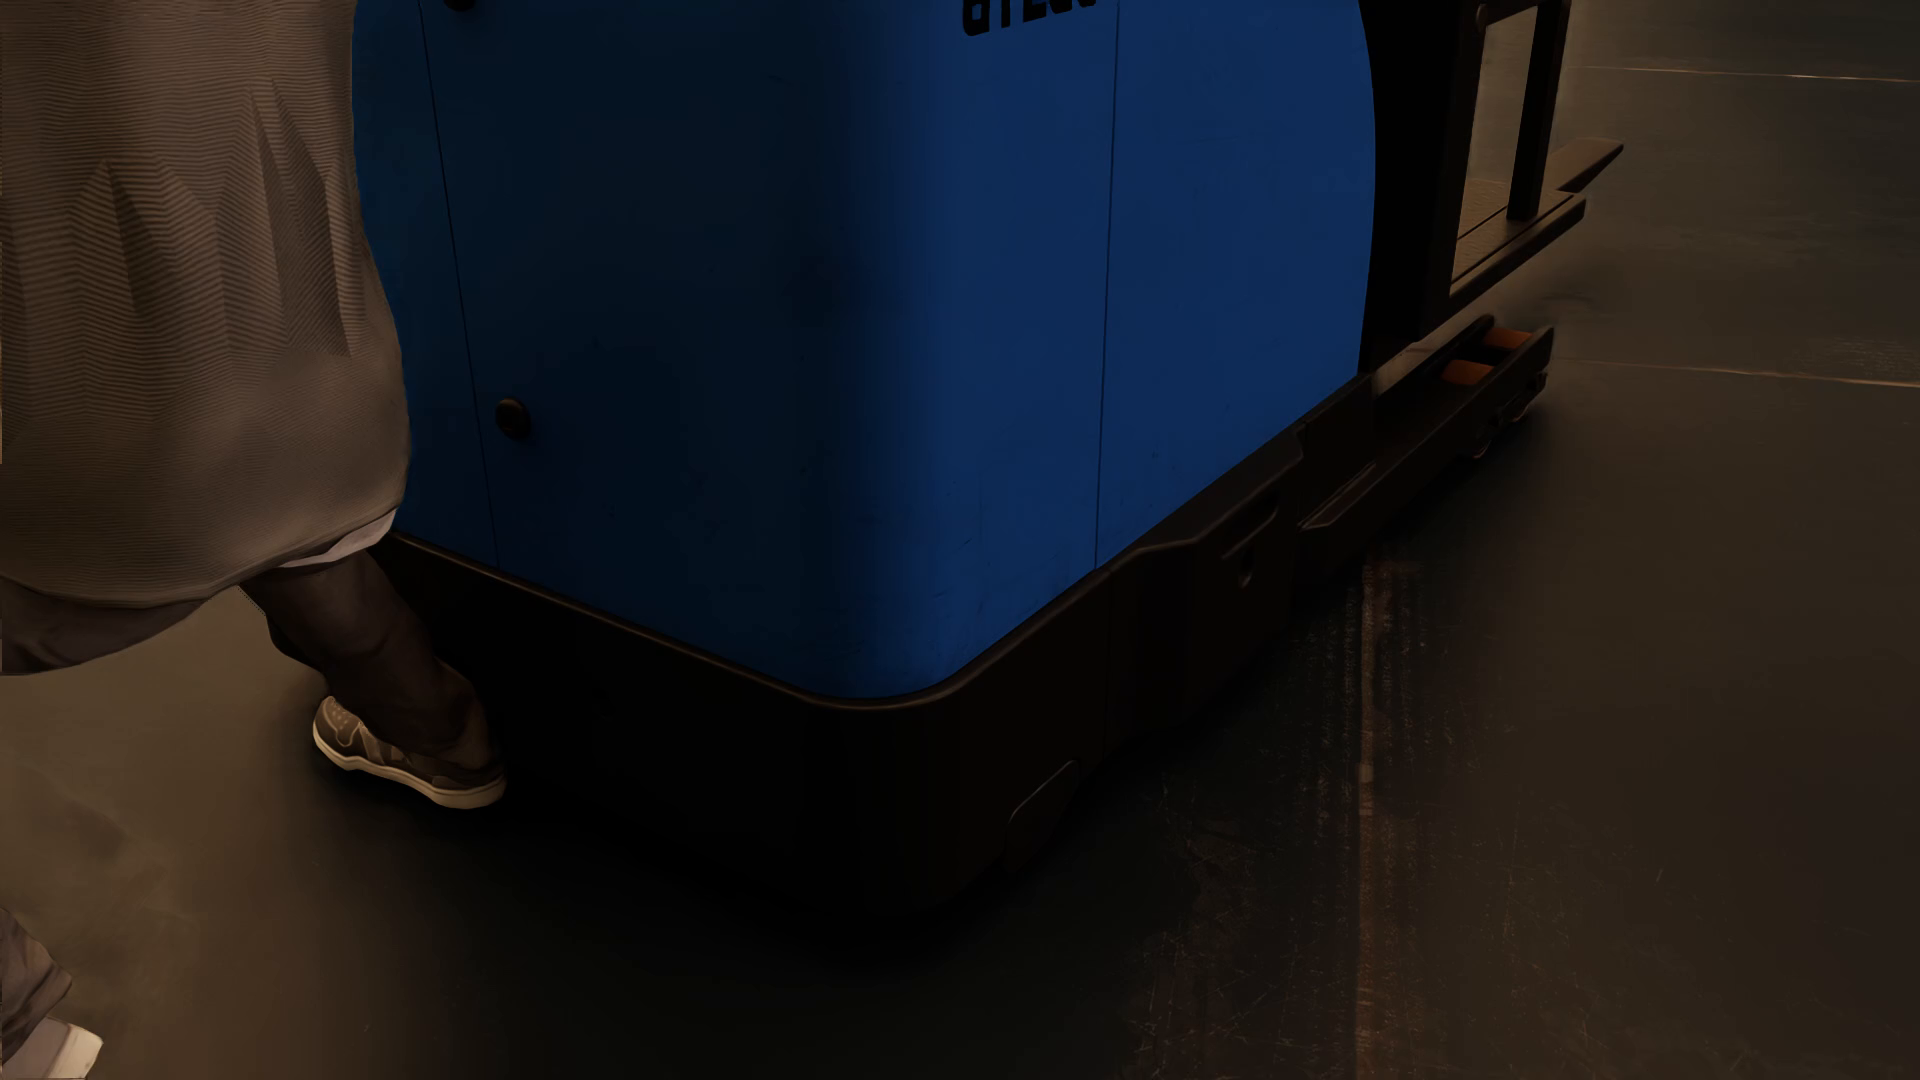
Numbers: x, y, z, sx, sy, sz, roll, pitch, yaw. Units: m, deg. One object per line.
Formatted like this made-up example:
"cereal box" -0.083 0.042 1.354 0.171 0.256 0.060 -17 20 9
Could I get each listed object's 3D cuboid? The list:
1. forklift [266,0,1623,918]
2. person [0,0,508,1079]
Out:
"forklift" 0.378 -1.552 2.323 1.130 2.935 3.031 17 32 31
"person" -0.735 -0.170 1.302 0.678 1.370 0.857 13 30 25
